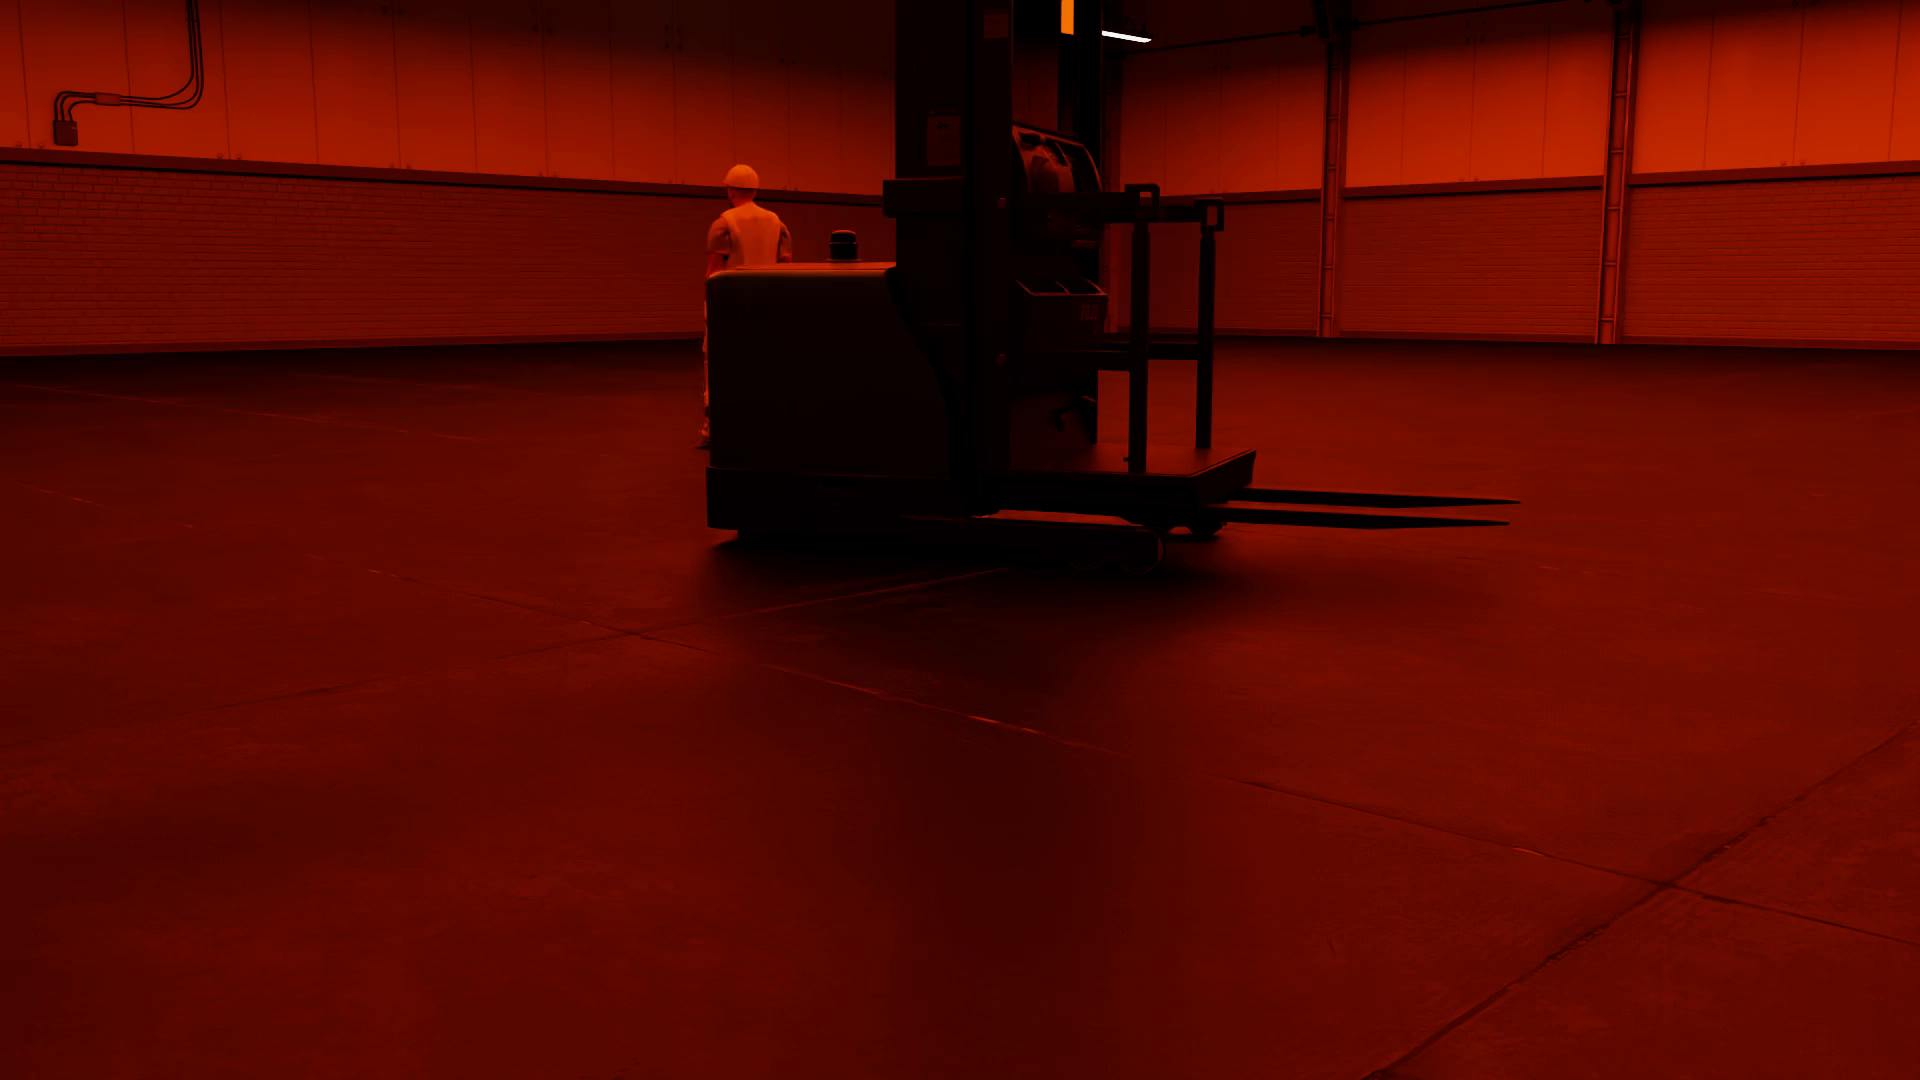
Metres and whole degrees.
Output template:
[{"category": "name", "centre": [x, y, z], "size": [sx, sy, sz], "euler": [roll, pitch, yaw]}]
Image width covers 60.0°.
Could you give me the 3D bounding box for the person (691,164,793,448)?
[{"category": "person", "centre": [-1.393, -1.452, 10.561], "size": [0.629, 1.819, 0.513], "euler": [-6, 10, -34]}]

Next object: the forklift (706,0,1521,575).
[{"category": "forklift", "centre": [0.565, -1.416, 6.275], "size": [3.031, 2.935, 1.130], "euler": [3, 9, 22]}]
